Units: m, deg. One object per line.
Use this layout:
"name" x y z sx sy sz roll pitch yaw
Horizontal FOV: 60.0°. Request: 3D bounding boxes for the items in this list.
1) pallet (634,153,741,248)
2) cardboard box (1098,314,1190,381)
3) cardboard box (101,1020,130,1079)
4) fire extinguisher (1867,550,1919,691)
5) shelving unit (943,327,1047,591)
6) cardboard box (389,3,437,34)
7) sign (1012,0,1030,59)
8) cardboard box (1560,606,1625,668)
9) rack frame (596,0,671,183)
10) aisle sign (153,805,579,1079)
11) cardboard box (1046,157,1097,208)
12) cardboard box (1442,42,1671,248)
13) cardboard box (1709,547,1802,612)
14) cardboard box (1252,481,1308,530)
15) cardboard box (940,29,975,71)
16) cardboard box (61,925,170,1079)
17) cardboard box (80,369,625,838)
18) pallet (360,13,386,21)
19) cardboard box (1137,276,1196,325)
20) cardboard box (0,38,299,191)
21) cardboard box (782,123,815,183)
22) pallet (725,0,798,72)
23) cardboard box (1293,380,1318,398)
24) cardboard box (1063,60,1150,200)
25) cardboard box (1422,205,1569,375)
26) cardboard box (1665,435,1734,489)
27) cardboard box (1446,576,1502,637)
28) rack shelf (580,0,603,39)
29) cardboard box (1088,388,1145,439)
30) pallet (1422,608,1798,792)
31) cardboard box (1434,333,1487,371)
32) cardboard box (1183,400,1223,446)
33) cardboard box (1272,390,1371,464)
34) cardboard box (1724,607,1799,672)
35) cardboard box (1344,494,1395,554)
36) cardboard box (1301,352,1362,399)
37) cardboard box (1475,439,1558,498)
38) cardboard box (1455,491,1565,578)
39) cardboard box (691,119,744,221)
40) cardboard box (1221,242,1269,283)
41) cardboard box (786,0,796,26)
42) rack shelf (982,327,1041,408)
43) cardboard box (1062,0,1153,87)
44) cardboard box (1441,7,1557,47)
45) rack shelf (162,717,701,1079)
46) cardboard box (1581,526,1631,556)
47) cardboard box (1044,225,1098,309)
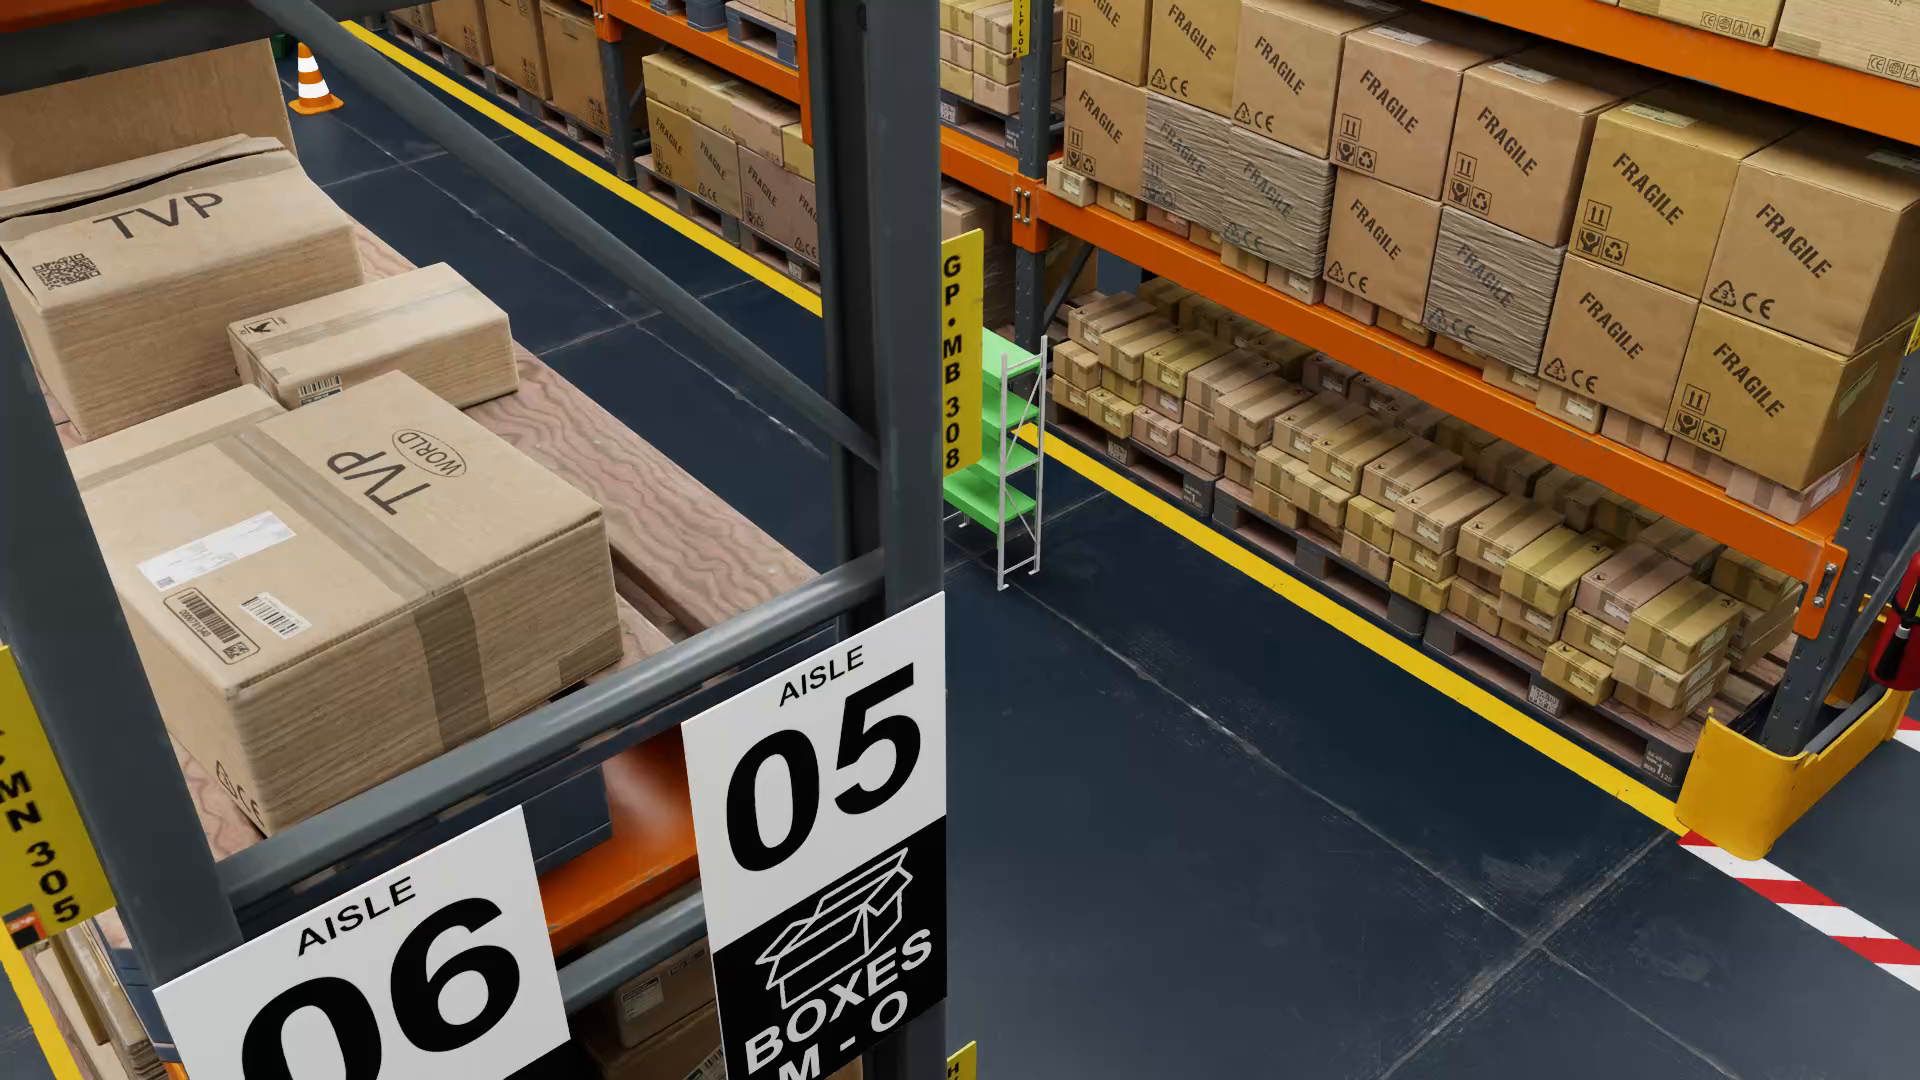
"pallet" -1.383 -2.341 10.873 1.003 0.211 1.213 -26 43 -32
"cardboard box" 0.892 -0.936 8.065 0.380 0.149 0.250 -24 42 -30
"cardboard box" -1.605 0.992 3.667 0.500 0.500 0.500 -25 42 -31
"fire extinguisher" 3.087 0.174 5.298 0.296 0.674 0.183 -26 43 -32
"shelving unit" 0.107 -0.417 7.300 0.258 1.200 0.503 -26 43 -32
"cardboard box" -3.998 -4.604 13.238 1.050 0.750 0.750 -26 43 -32
"sign" 0.274 -2.323 7.432 0.100 0.325 0.005 -26 43 -32
"cardboard box" 2.591 0.316 6.555 0.380 0.149 0.250 -27 43 -33
"rack frame" -1.886 -3.825 10.555 1.000 3.000 0.127 -26 43 -32
"aisle sign" -0.630 0.685 1.939 0.394 0.787 0.004 -26 43 -32
"cardboard box" 0.628 -1.709 7.785 0.380 0.149 0.250 -24 42 -30
"cardboard box" 2.122 -1.422 5.954 0.500 0.500 0.500 -24 42 -30
"cardboard box" 3.198 0.099 6.604 0.380 0.149 0.250 -28 44 -34
"cardboard box" 1.553 -0.228 7.580 0.380 0.149 0.250 -27 44 -33
"cardboard box" 0.117 -2.467 8.234 0.380 0.149 0.250 -26 43 -31
"cardboard box" -1.292 0.805 3.066 0.500 0.500 0.500 -26 43 -32
"cardboard box" -0.798 0.058 2.157 0.500 0.250 0.500 30 45 35
"pallet" -4.898 -4.818 14.370 1.003 0.211 1.213 -26 43 -32
"cardboard box" 1.124 -1.249 8.507 0.380 0.149 0.250 -25 42 -31
"cardboard box" -1.626 -0.825 3.188 0.500 0.500 0.500 -25 42 -31
"cardboard box" -0.652 -2.211 9.427 0.500 0.250 0.500 -28 44 -34
"pallet" -0.577 -2.888 9.398 1.003 0.211 1.213 -26 43 -32
"cardboard box" 1.778 -0.688 7.973 0.380 0.149 0.250 -25 42 -31
"cardboard box" 0.823 -1.908 7.505 0.500 0.500 0.500 -27 43 -33
"cardboard box" 2.127 -1.007 6.232 0.500 0.500 0.500 -26 43 -32
"cardboard box" 2.719 -0.353 5.870 0.380 0.149 0.250 -26 43 -32
"cardboard box" 2.260 0.216 6.953 0.380 0.149 0.250 -26 43 -31
"rack shelf" -3.176 -4.414 12.010 1.077 0.370 4.000 -26 43 -32
"cardboard box" 0.857 -0.669 8.202 0.380 0.149 0.250 -25 42 -31
"pallet" 2.731 0.440 6.946 1.003 0.211 1.213 -26 43 -32
"cardboard box" 2.087 -0.830 6.544 0.380 0.149 0.250 -28 44 -34
"cardboard box" 1.274 -0.616 7.870 0.380 0.149 0.250 -28 44 -34
"cardboard box" 1.619 -0.504 7.455 0.380 0.149 0.250 -28 44 -34
"cardboard box" 3.183 0.349 6.766 0.380 0.149 0.250 -25 42 -31
"cardboard box" 1.886 -0.121 7.172 0.380 0.149 0.250 -24 42 -30
"cardboard box" 1.838 -0.815 7.895 0.380 0.149 0.250 -28 44 -34
"cardboard box" 2.469 -0.342 7.226 0.380 0.149 0.250 -24 42 -30
"cardboard box" 2.240 -0.020 6.771 0.380 0.149 0.250 -28 44 -33
"cardboard box" -1.297 -2.348 10.269 0.500 0.500 0.500 -25 43 -31
"cardboard box" 1.348 -1.267 7.161 0.380 0.149 0.250 -25 42 -31
"cardboard box" -0.727 -2.921 9.133 0.380 0.149 0.250 -28 44 -33
"rack shelf" 0.107 -0.756 7.060 0.258 0.148 0.480 -26 43 -32
"cardboard box" 0.801 -2.339 7.248 0.500 0.500 0.500 -25 42 -31
"cardboard box" 2.209 -1.842 6.547 0.500 0.500 0.500 -28 44 -33
"rack shelf" -1.730 -0.215 3.486 1.077 0.370 4.000 -26 43 -32
"cardboard box" 2.776 0.034 6.953 0.380 0.149 0.250 -25 43 -31
"cardboard box" 0.421 -1.635 9.263 0.500 0.500 0.500 -24 42 -30
